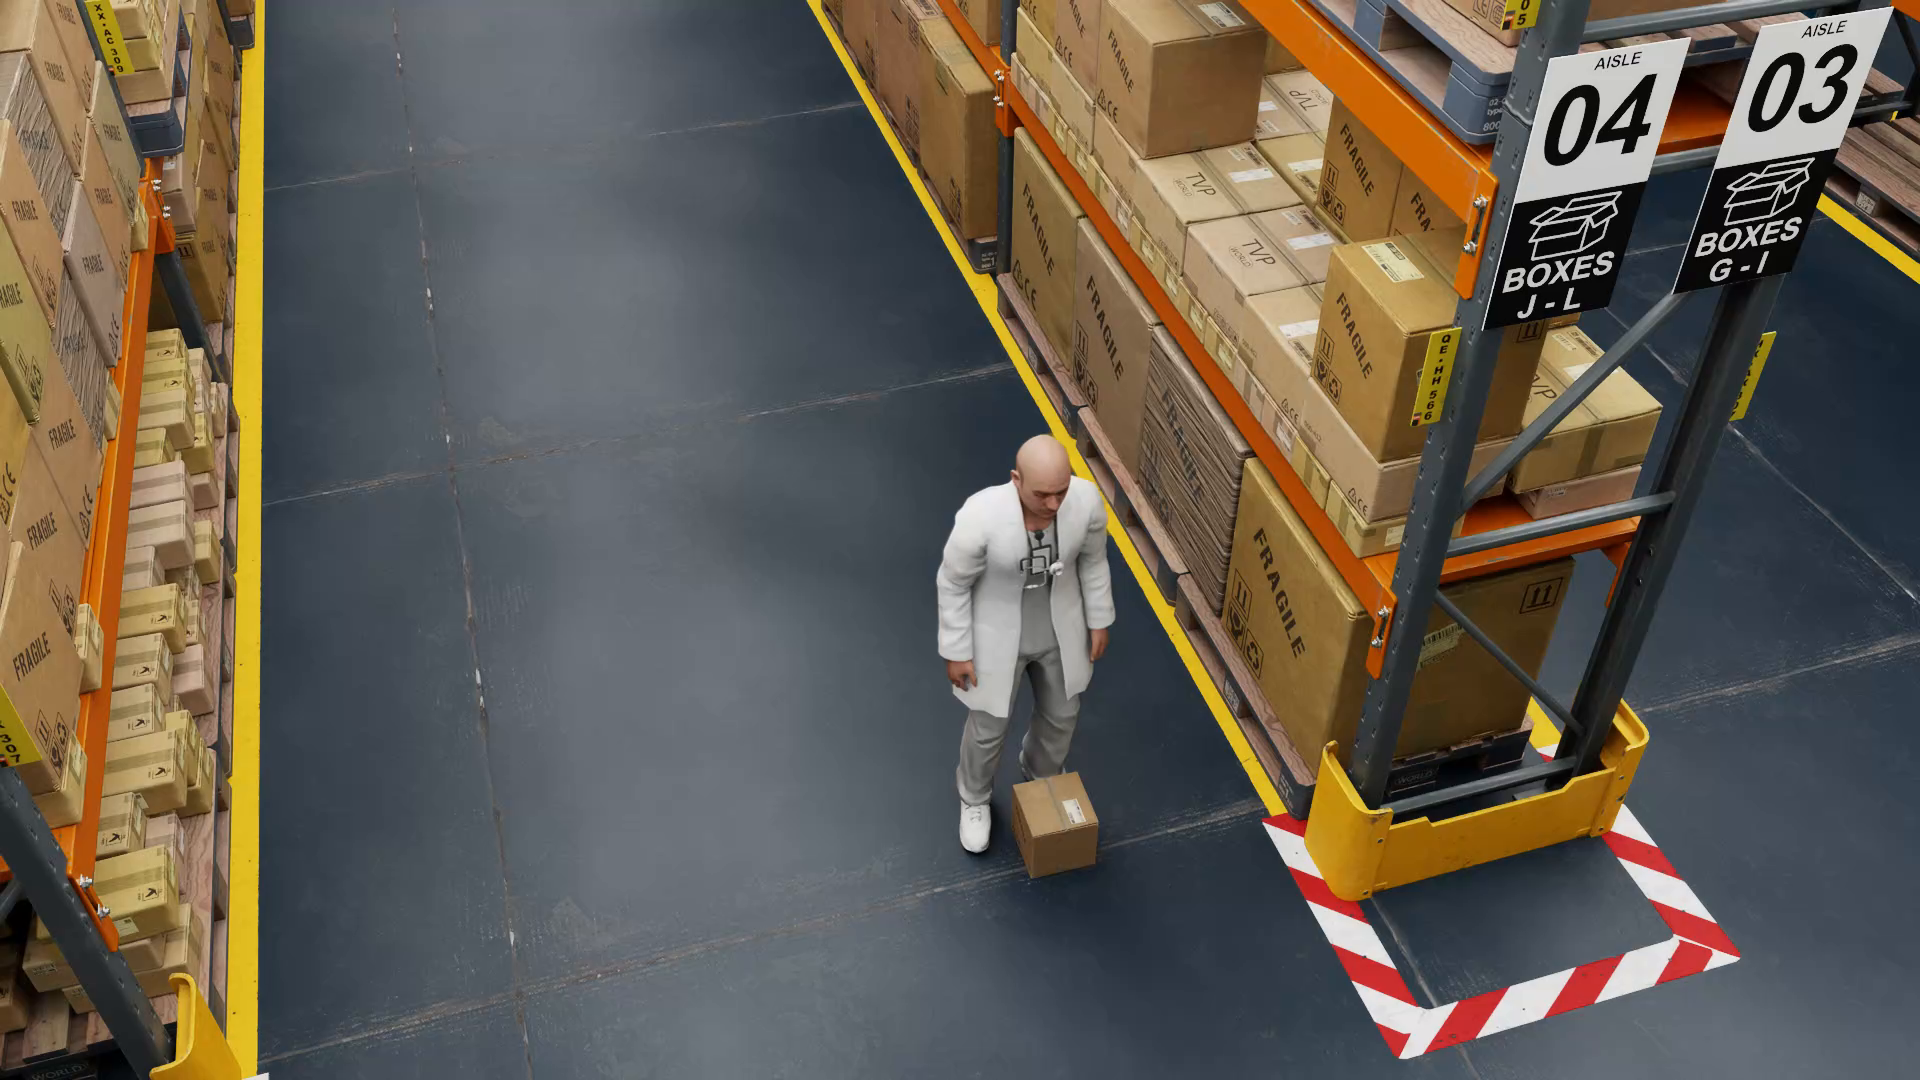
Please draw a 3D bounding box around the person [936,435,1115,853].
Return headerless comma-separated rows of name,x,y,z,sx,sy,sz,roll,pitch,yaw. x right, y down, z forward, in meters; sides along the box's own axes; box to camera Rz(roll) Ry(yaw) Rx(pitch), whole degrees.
person,0.232,0.335,5.794,0.644,1.774,0.427,-12,43,-13
